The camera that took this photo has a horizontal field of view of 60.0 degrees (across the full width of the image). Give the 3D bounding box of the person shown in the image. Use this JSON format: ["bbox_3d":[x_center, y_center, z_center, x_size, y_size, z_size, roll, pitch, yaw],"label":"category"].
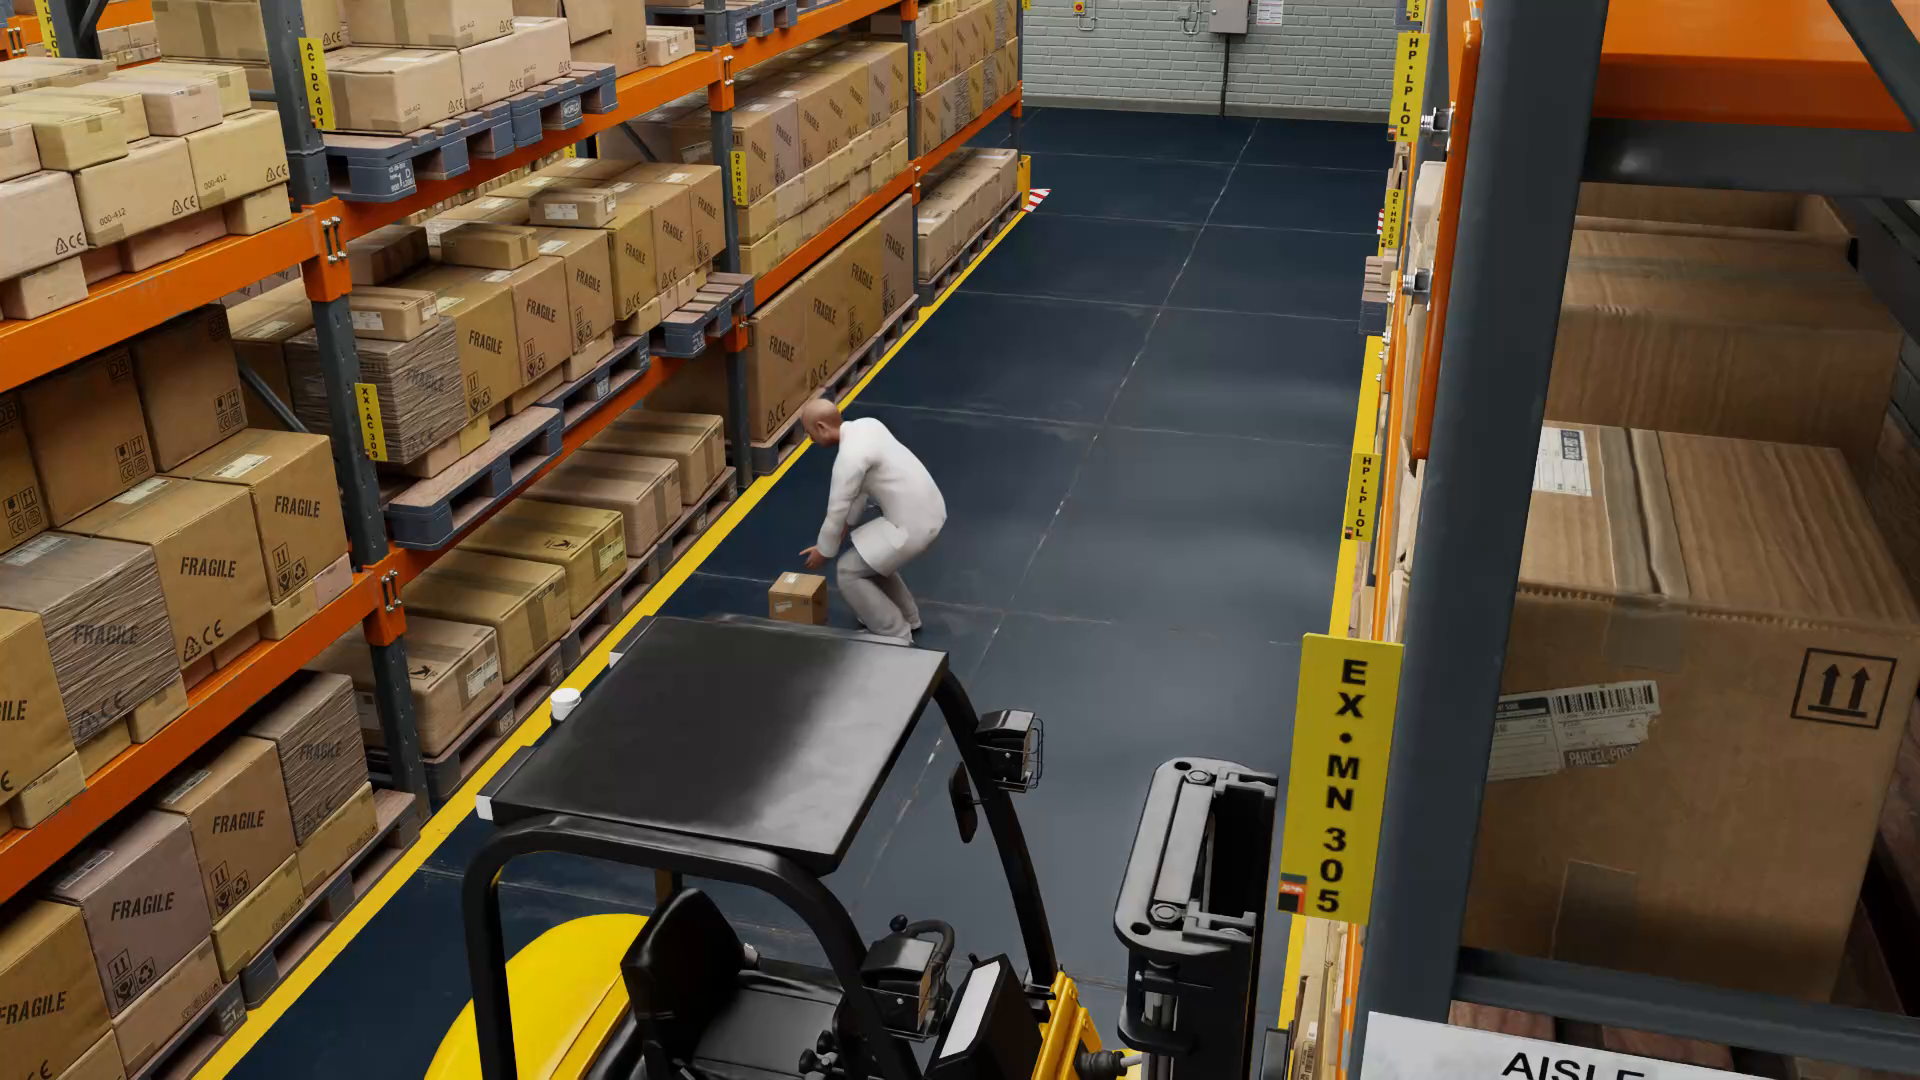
[{"bbox_3d":[-0.453,-0.085,8.803,0.752,1.363,0.631,6,26,13],"label":"person"}]
